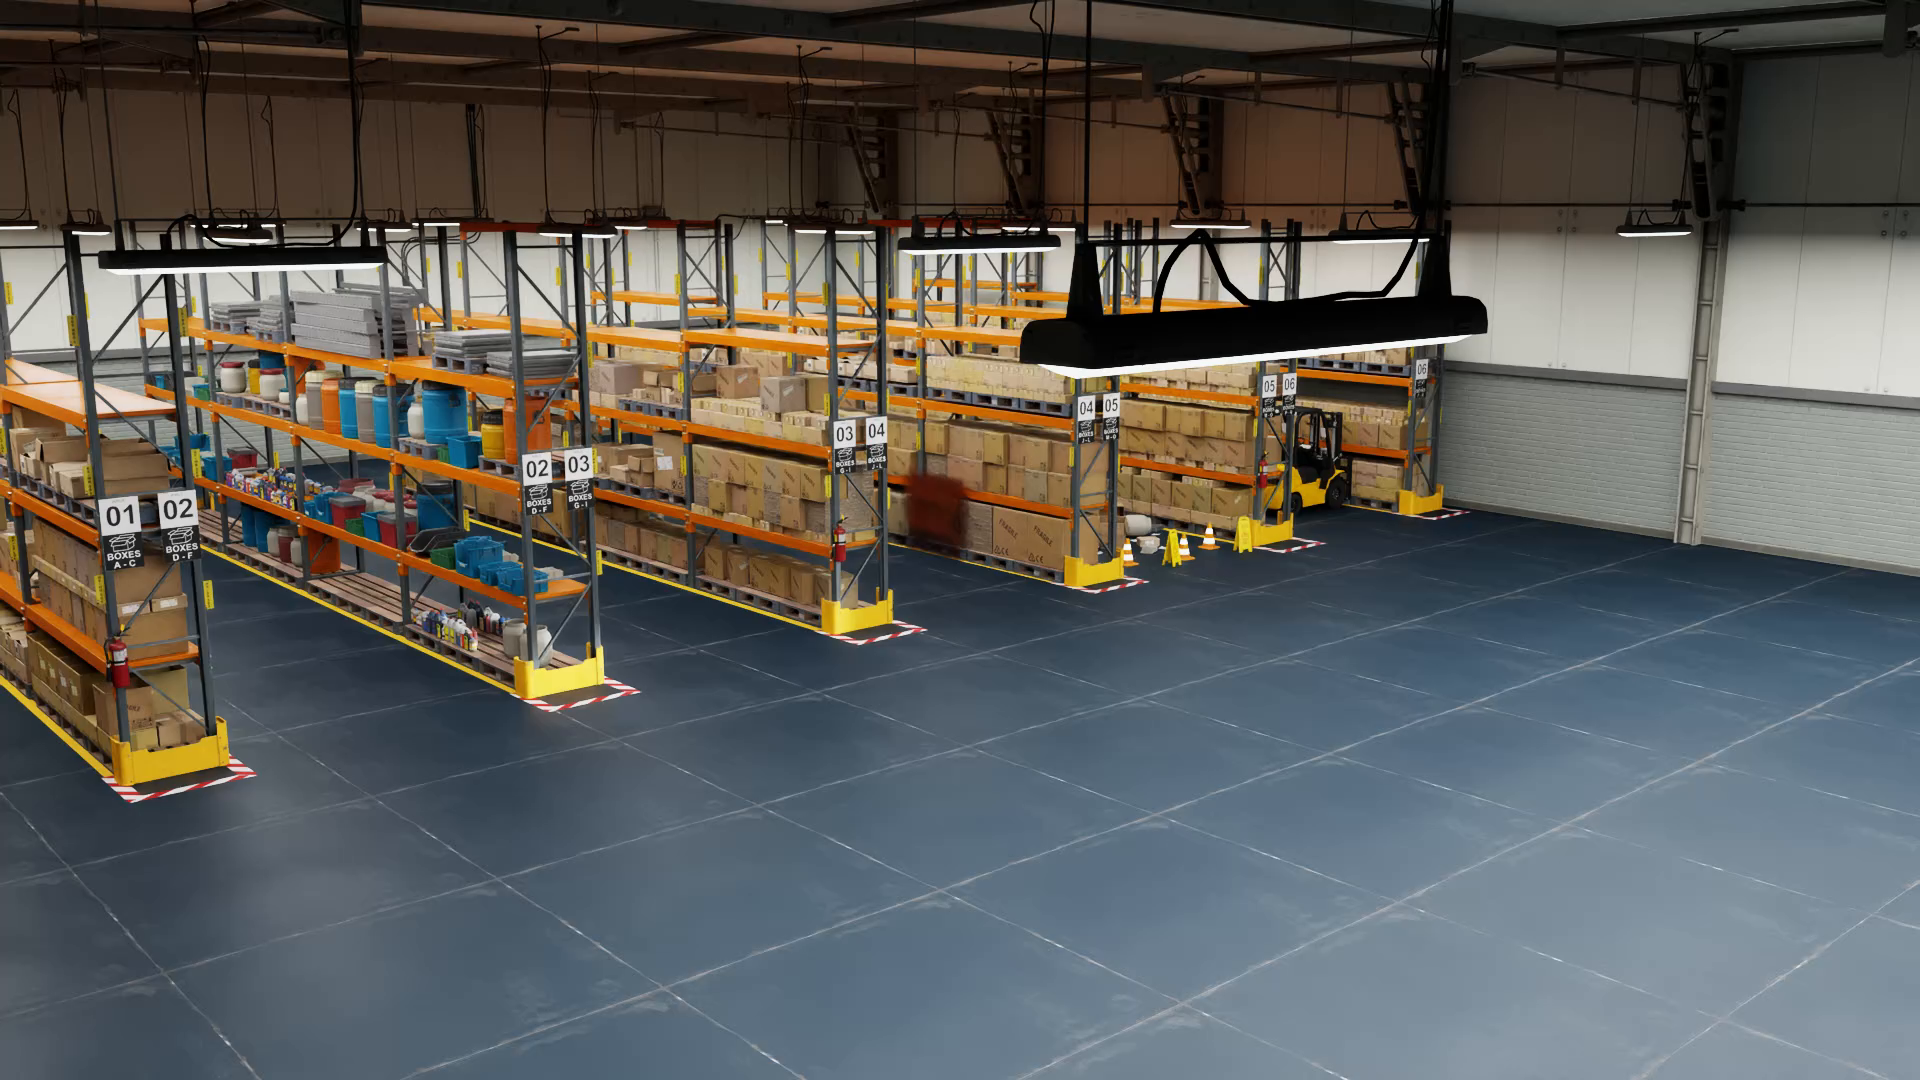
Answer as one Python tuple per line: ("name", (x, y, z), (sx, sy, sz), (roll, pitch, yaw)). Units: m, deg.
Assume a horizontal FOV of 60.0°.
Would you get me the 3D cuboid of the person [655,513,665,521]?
("person", (-5.863, -1.090, 32.798), (0.641, 1.790, 0.904), (-7, 14, -32))
